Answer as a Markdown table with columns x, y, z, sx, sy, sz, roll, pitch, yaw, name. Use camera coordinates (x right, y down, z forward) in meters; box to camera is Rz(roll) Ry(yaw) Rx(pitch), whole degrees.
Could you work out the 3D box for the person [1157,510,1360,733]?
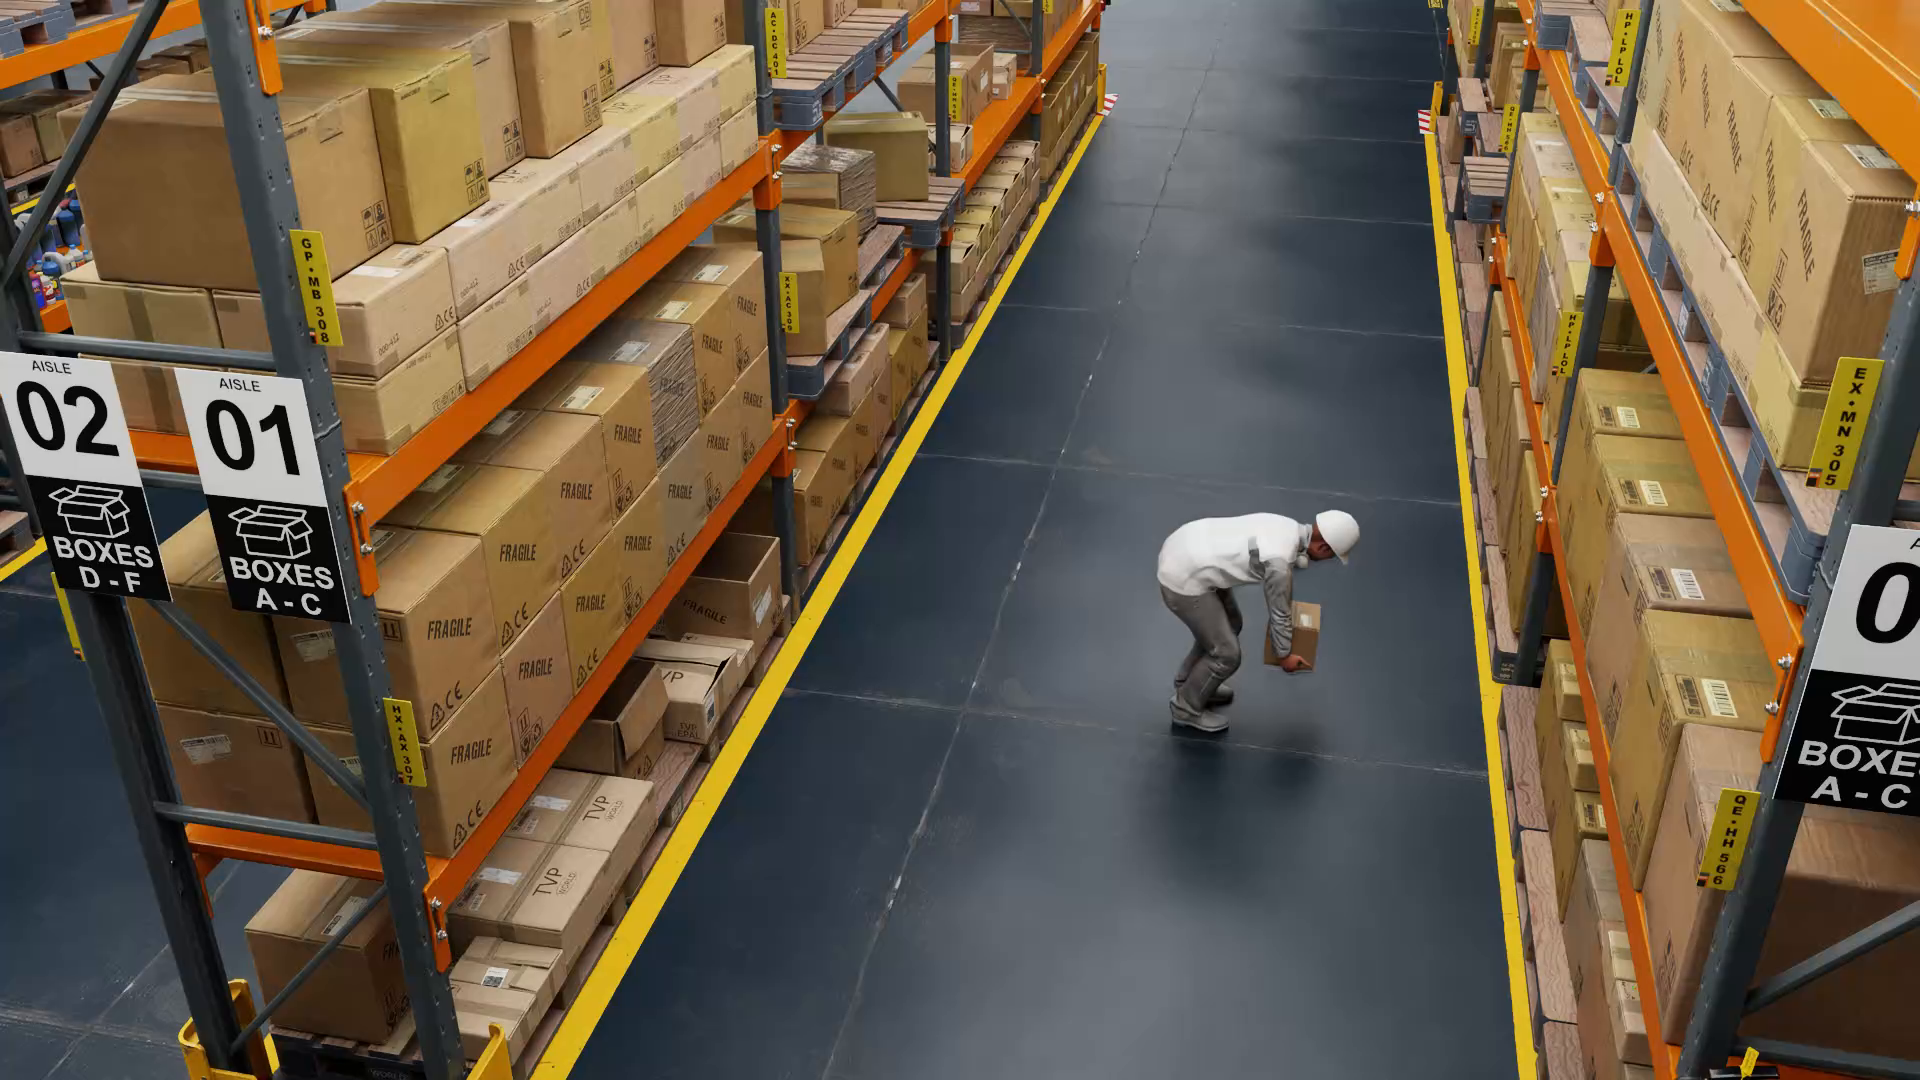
| x | y | z | sx | sy | sz | roll | pitch | yaw | name |
| --- | --- | --- | --- | --- | --- | --- | --- | --- | --- |
| 1.481 | 0.379 | 8.470 | 0.975 | 1.228 | 0.483 | 5 | 29 | 9 | person |
